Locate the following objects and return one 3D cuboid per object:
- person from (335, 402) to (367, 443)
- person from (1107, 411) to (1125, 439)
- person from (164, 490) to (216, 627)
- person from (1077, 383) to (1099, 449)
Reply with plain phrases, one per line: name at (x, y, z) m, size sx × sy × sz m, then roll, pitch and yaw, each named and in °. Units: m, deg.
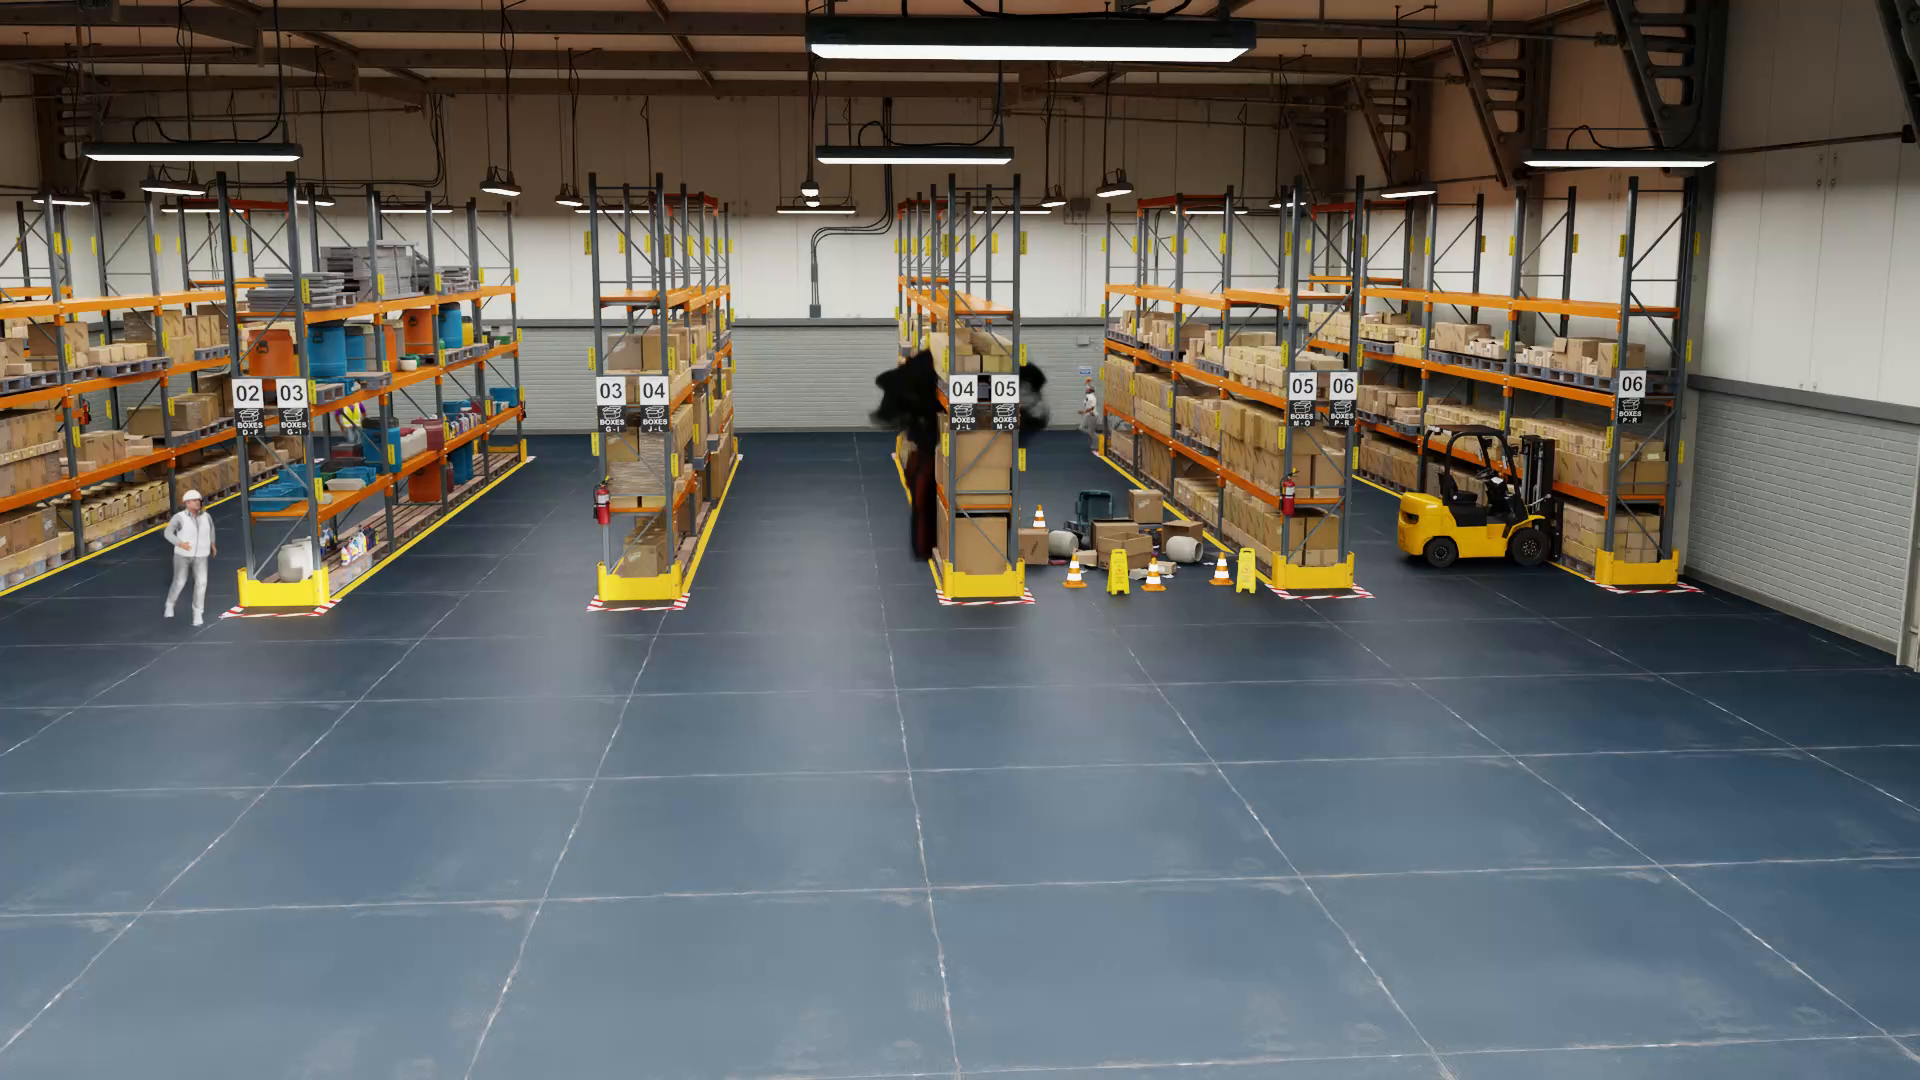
person at (-14.101, -2.617, 38.602) m, size 0.731 × 1.727 × 0.534 m, roll -7°, pitch 12°, yaw -35°
person at (4.066, -3.475, 43.570) m, size 0.698 × 1.684 × 0.535 m, roll -5°, pitch 11°, yaw -25°
person at (-10.336, 0.180, 22.412) m, size 0.728 × 1.709 × 0.851 m, roll -9°, pitch 13°, yaw -40°
person at (3.209, -3.082, 41.367) m, size 0.660 × 1.646 × 0.553 m, roll -2°, pitch 10°, yaw -13°
